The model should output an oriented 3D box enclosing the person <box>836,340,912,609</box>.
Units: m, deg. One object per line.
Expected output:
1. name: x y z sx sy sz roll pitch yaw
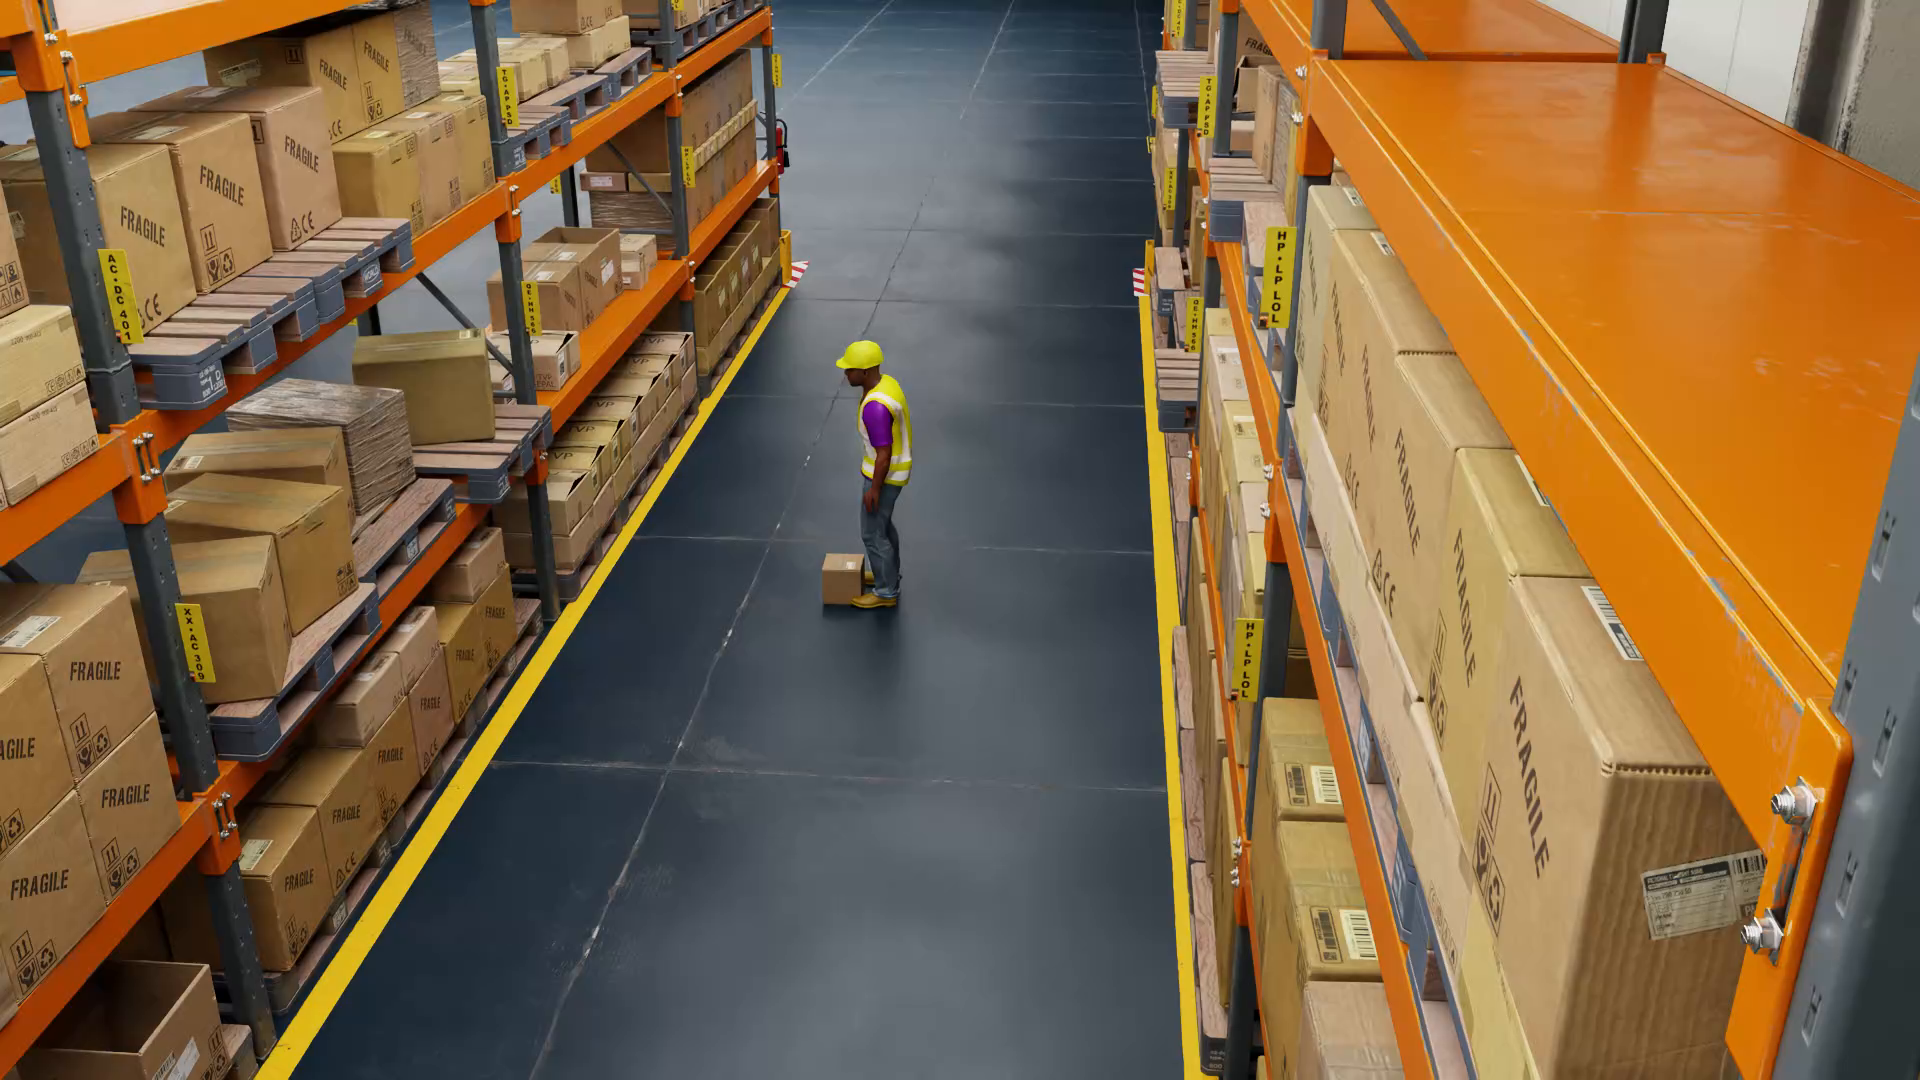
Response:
1. person: -0.528 -0.423 10.517 0.461 1.759 0.634 0 24 1
